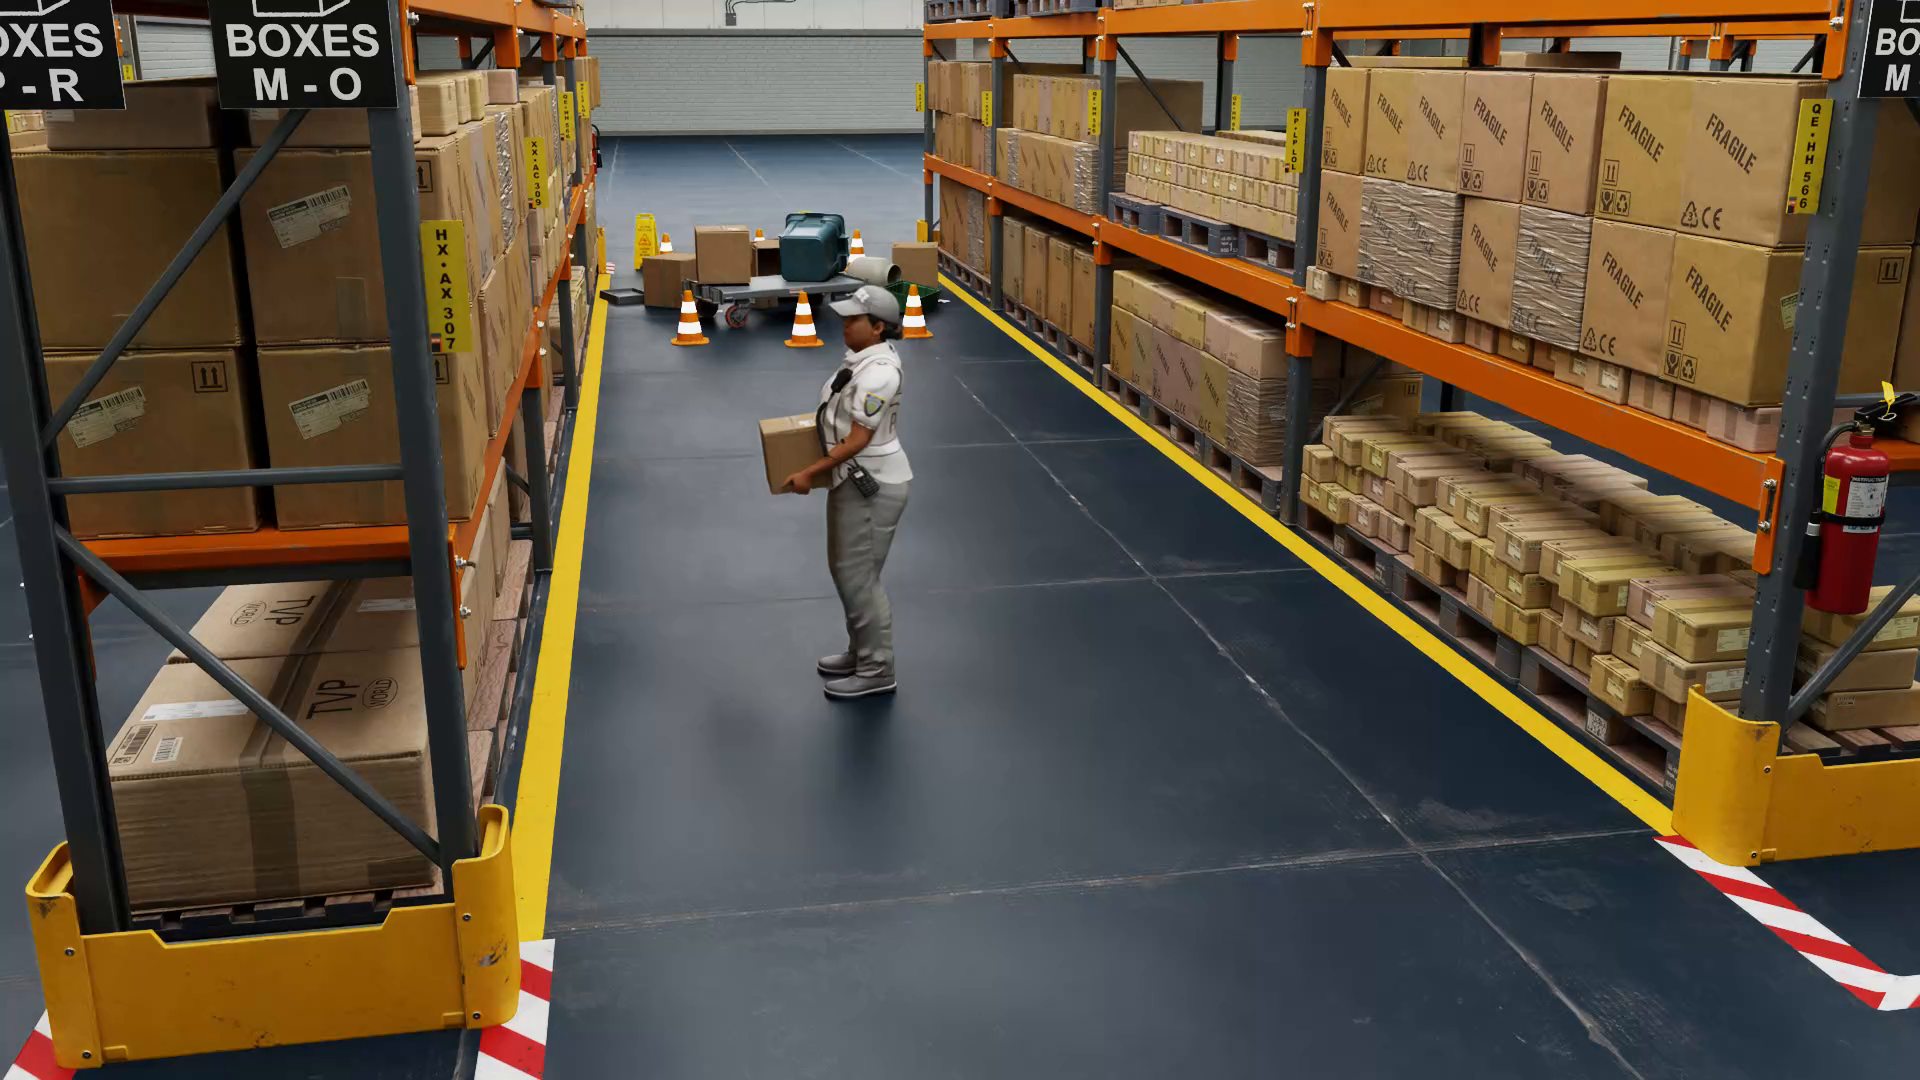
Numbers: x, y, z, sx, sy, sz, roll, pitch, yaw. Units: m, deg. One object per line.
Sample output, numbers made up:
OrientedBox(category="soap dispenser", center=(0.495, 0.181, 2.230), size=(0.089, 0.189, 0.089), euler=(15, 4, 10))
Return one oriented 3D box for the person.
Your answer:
OrientedBox(category="person", center=(-0.464, -0.198, 6.713), size=(0.536, 1.655, 0.454), euler=(-3, 17, -10))
